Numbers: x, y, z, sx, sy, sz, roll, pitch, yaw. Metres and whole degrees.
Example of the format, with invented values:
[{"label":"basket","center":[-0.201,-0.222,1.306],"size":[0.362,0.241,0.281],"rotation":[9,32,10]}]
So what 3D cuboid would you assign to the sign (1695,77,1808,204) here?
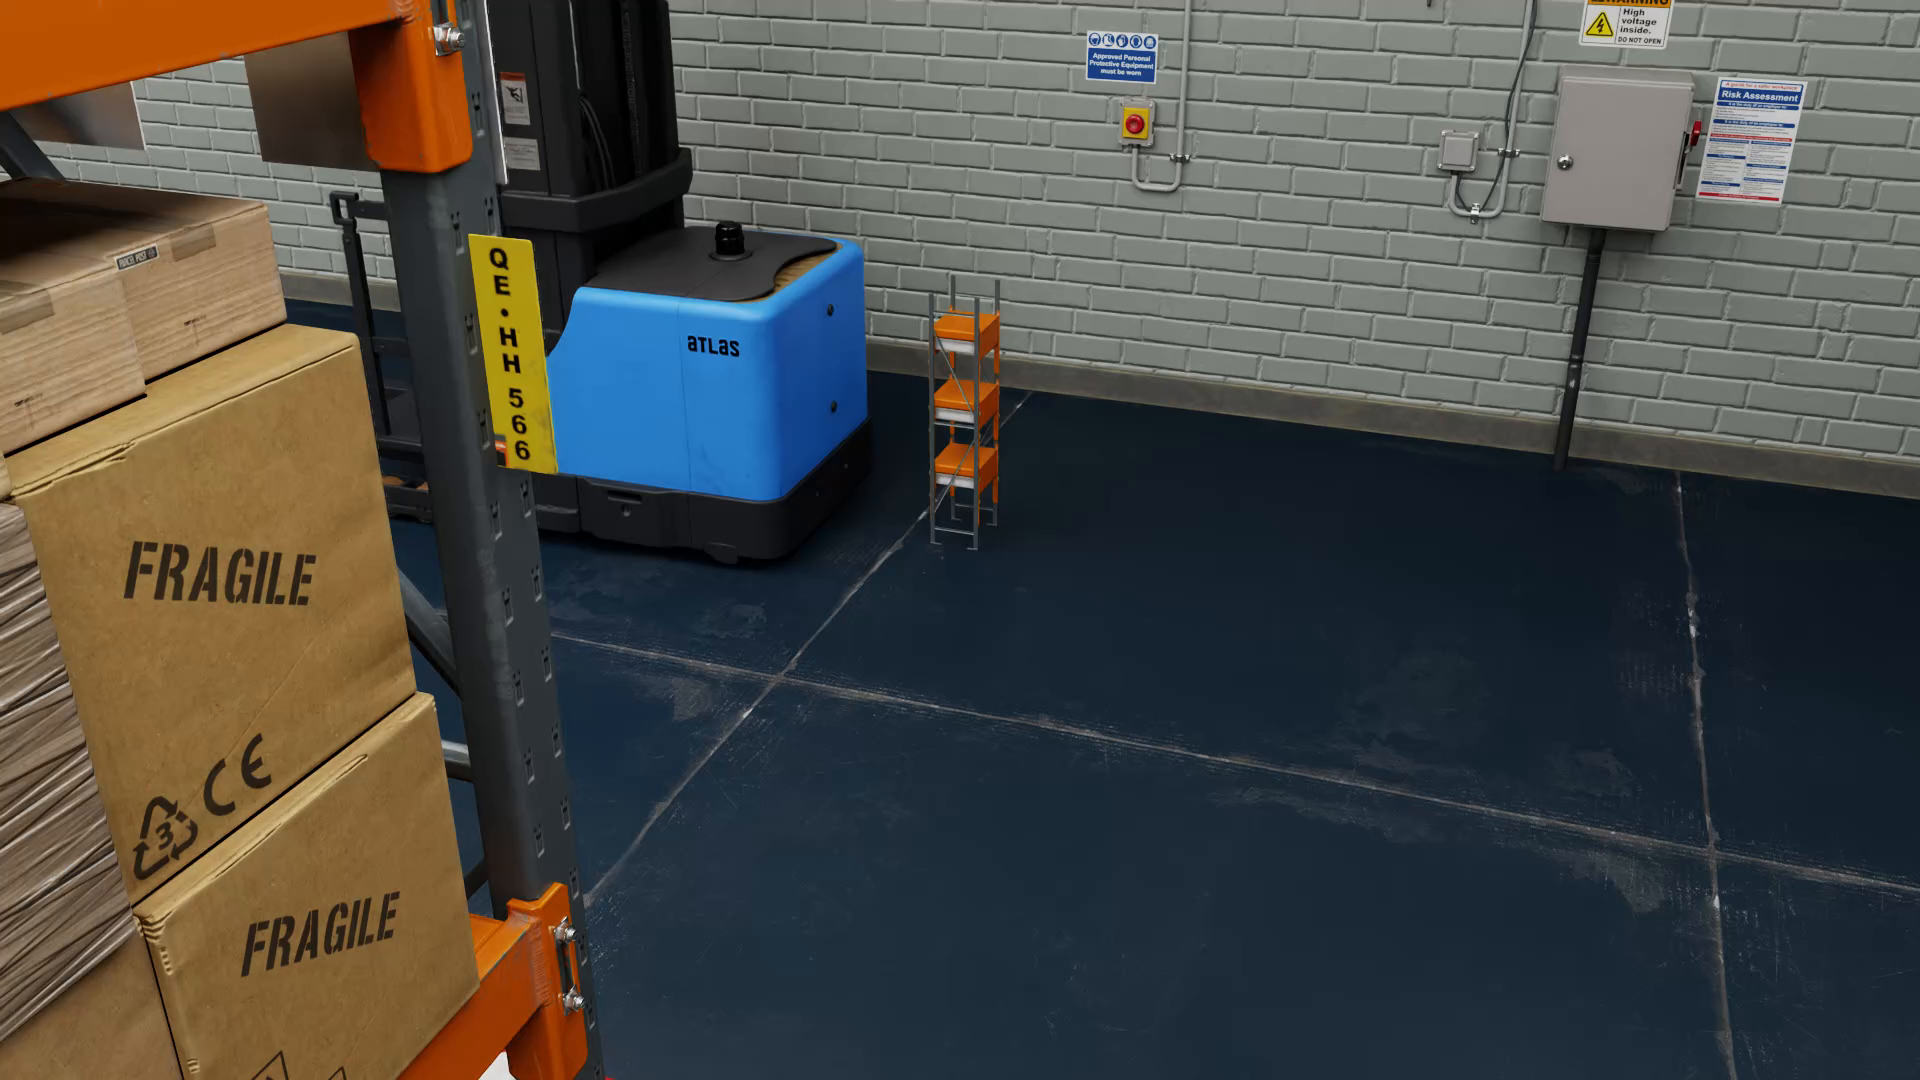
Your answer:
[{"label":"sign","center":[3.220,-1.626,6.775],"size":[0.329,0.494,0.001],"rotation":[9,27,17]}]

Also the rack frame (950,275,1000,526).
[{"label":"rack frame","center":[0.058,-0.545,6.670],"size":[0.200,1.050,0.008],"rotation":[9,27,17]}]

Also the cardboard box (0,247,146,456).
[{"label":"cardboard box","center":[-1.094,-0.202,1.719],"size":[0.380,0.149,0.250],"rotation":[9,27,18]}]

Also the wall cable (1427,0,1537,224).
[{"label":"wall cable","center":[2.094,-2.276,6.843],"size":[0.588,1.984,0.122],"rotation":[9,27,17]}]

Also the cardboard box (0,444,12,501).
[{"label":"cardboard box","center":[-1.101,-0.084,1.474],"size":[0.380,0.149,0.250],"rotation":[8,27,17]}]

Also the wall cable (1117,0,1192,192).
[{"label":"wall cable","center":[0.752,-2.491,7.252],"size":[0.585,1.953,0.123],"rotation":[9,27,17]}]

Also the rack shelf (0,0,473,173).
[{"label":"rack shelf","center":[-1.767,0.096,0.492],"size":[1.077,0.370,4.000],"rotation":[9,27,17]}]

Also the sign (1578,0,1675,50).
[{"label":"sign","center":[2.702,-2.120,6.739],"size":[0.339,0.242,0.001],"rotation":[9,27,17]}]

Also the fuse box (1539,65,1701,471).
[{"label":"fuse box","center":[2.685,-1.075,7.008],"size":[0.539,1.711,0.414],"rotation":[9,27,17]}]

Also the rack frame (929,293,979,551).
[{"label":"rack frame","center":[-0.023,-0.444,6.463],"size":[0.200,1.050,0.008],"rotation":[9,27,17]}]

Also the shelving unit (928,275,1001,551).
[{"label":"shelving unit","center":[0.018,-0.495,6.567],"size":[0.215,1.050,0.252],"rotation":[9,27,17]}]

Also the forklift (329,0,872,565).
[{"label":"forklift","center":[-1.955,-1.596,6.682],"size":[3.031,2.935,1.130],"rotation":[8,27,17]}]

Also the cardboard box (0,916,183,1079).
[{"label":"cardboard box","center":[-1.194,0.696,1.755],"size":[0.500,0.500,0.500],"rotation":[8,27,16]}]

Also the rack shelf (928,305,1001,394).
[{"label":"rack shelf","center":[0.018,-0.740,6.448],"size":[0.215,0.259,0.240],"rotation":[9,27,17]}]

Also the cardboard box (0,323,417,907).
[{"label":"cardboard box","center":[-1.038,0.038,1.967],"size":[0.500,0.500,0.500],"rotation":[10,27,19]}]

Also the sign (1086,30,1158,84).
[{"label":"sign","center":[0.727,-2.174,7.487],"size":[0.327,0.218,0.001],"rotation":[9,27,17]}]

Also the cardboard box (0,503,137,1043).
[{"label":"cardboard box","center":[-1.184,0.257,1.514],"size":[0.500,0.500,0.500],"rotation":[9,27,18]}]

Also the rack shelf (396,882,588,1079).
[{"label":"rack shelf","center":[-1.767,1.446,1.146],"size":[1.077,0.370,4.000],"rotation":[9,27,17]}]

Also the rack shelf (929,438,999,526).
[{"label":"rack shelf","center":[0.018,-0.235,6.692],"size":[0.215,0.259,0.240],"rotation":[9,27,17]}]

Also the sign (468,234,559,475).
[{"label":"sign","center":[-0.595,-0.243,2.209],"size":[0.100,0.325,0.005],"rotation":[9,27,17]}]

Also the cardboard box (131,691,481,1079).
[{"label":"cardboard box","center":[-1.013,0.492,2.176],"size":[0.500,0.500,0.500],"rotation":[9,27,18]}]

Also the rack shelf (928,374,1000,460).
[{"label":"rack shelf","center":[0.018,-0.485,6.571],"size":[0.215,0.259,0.240],"rotation":[9,27,17]}]

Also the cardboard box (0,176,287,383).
[{"label":"cardboard box","center":[-1.032,-0.310,1.941],"size":[0.380,0.149,0.250],"rotation":[9,27,18]}]

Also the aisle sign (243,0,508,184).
[{"label":"aisle sign","center":[-0.786,-0.854,2.089],"size":[0.394,0.787,0.004],"rotation":[9,27,17]}]

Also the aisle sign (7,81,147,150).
[{"label":"aisle sign","center":[-1.351,-0.941,2.268],"size":[0.394,0.787,0.004],"rotation":[9,27,17]}]
